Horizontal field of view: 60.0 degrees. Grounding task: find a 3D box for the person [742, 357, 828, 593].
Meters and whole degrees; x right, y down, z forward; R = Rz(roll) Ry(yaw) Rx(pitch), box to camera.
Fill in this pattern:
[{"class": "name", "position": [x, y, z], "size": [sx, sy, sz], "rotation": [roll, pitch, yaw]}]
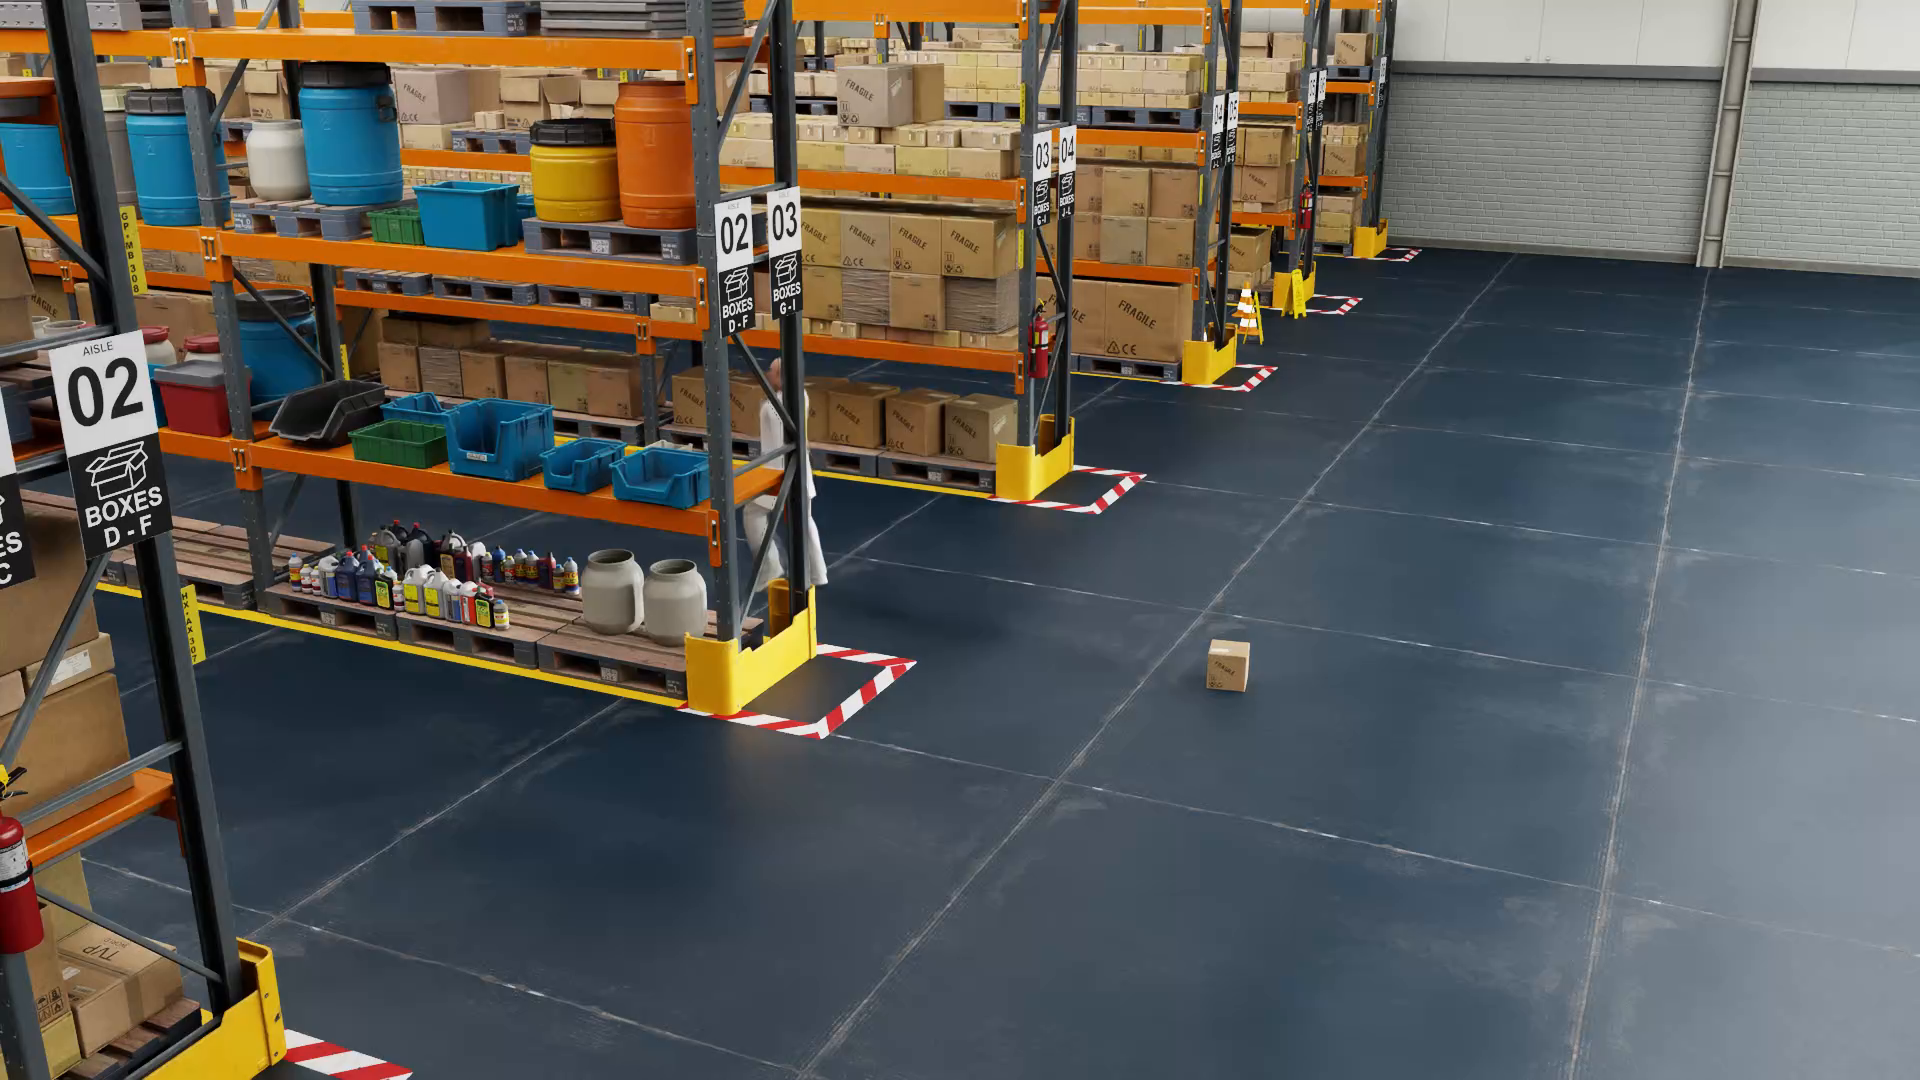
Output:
[{"class": "person", "position": [-1.309, -0.466, 12.490], "size": [0.590, 1.847, 0.578], "rotation": [8, 20, 23]}]
